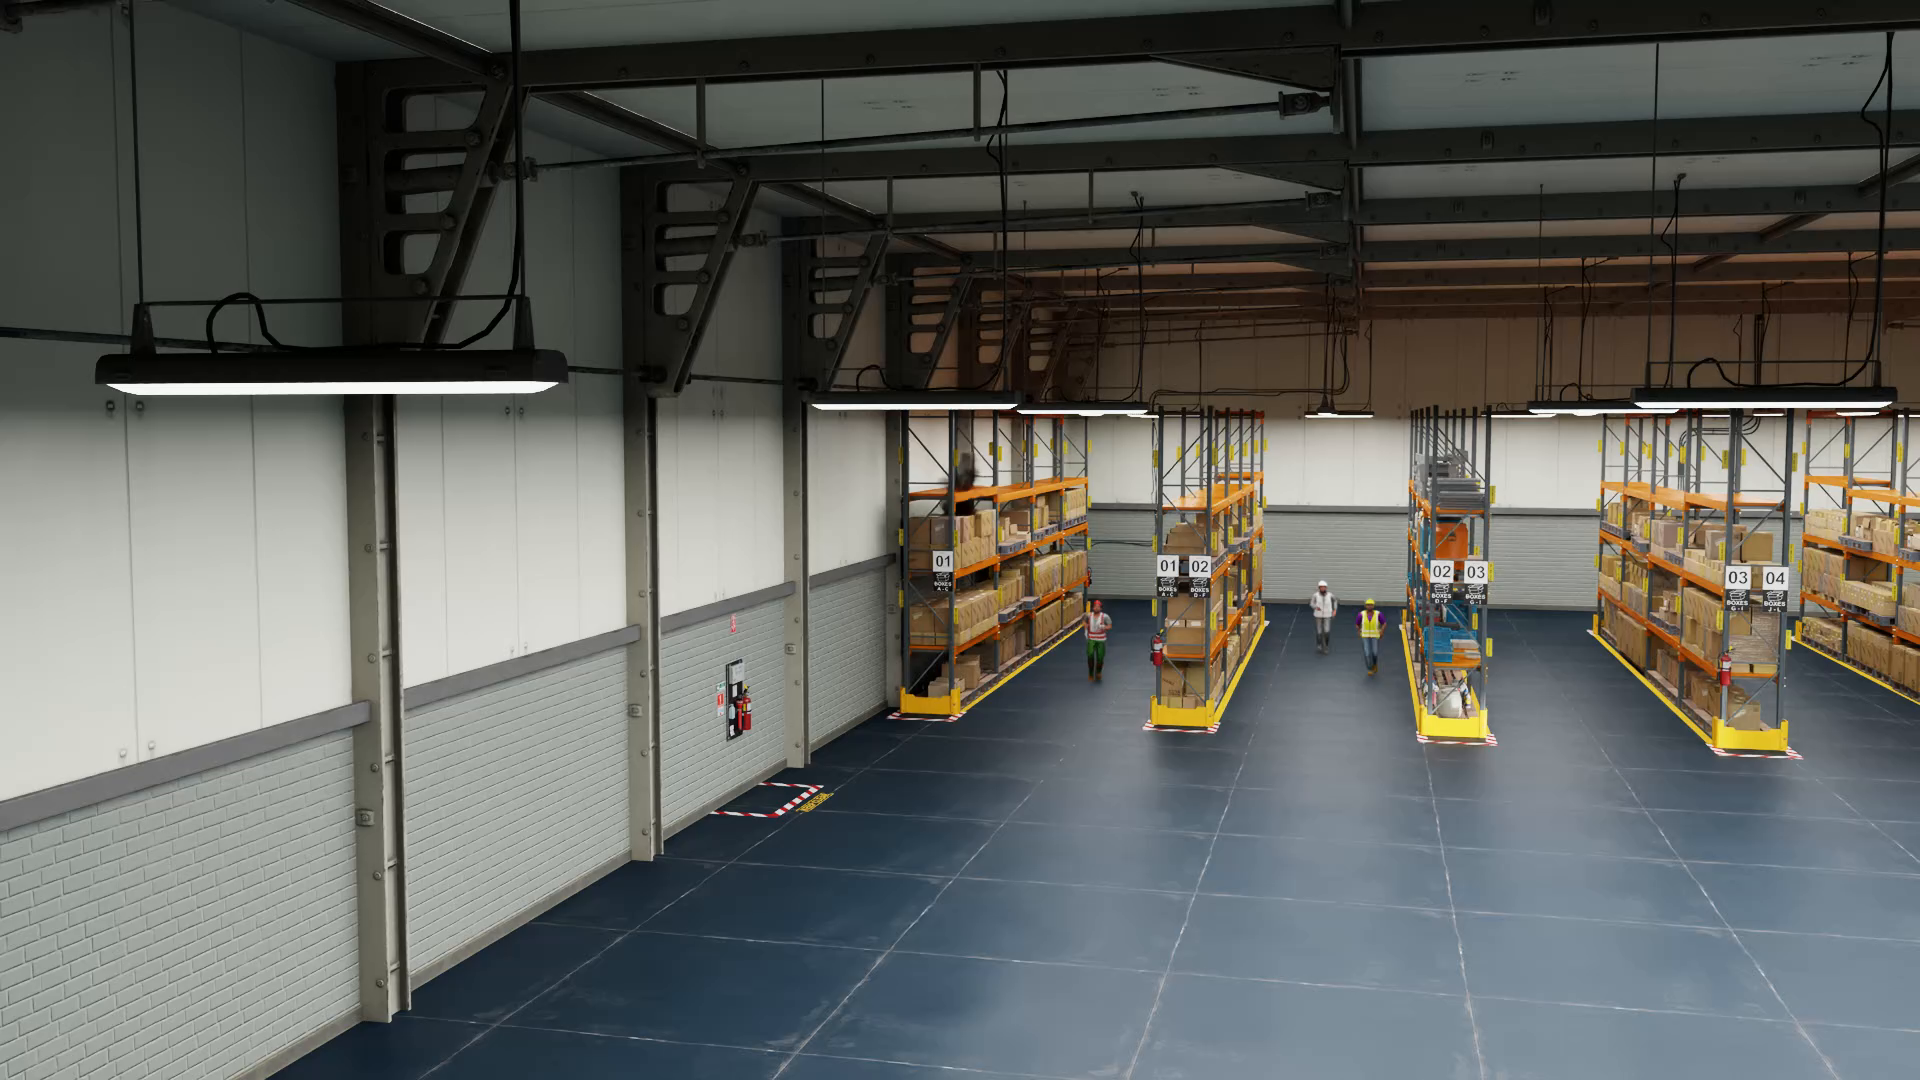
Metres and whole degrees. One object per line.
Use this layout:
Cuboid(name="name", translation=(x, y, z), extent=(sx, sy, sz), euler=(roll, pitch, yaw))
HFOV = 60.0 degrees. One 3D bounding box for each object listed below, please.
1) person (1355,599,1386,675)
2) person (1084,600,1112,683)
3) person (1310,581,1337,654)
Cuboid(name="person", translation=(9.197, 2.181, 37.275), extent=(0.674, 1.721, 0.569), euler=(1, 4, 17))
Cuboid(name="person", translation=(3.024, 2.230, 36.523), extent=(0.638, 1.826, 0.782), euler=(1, 4, 9))
Cuboid(name="person", translation=(8.957, 1.920, 40.993), extent=(0.671, 1.834, 0.733), euler=(1, 4, 11))
